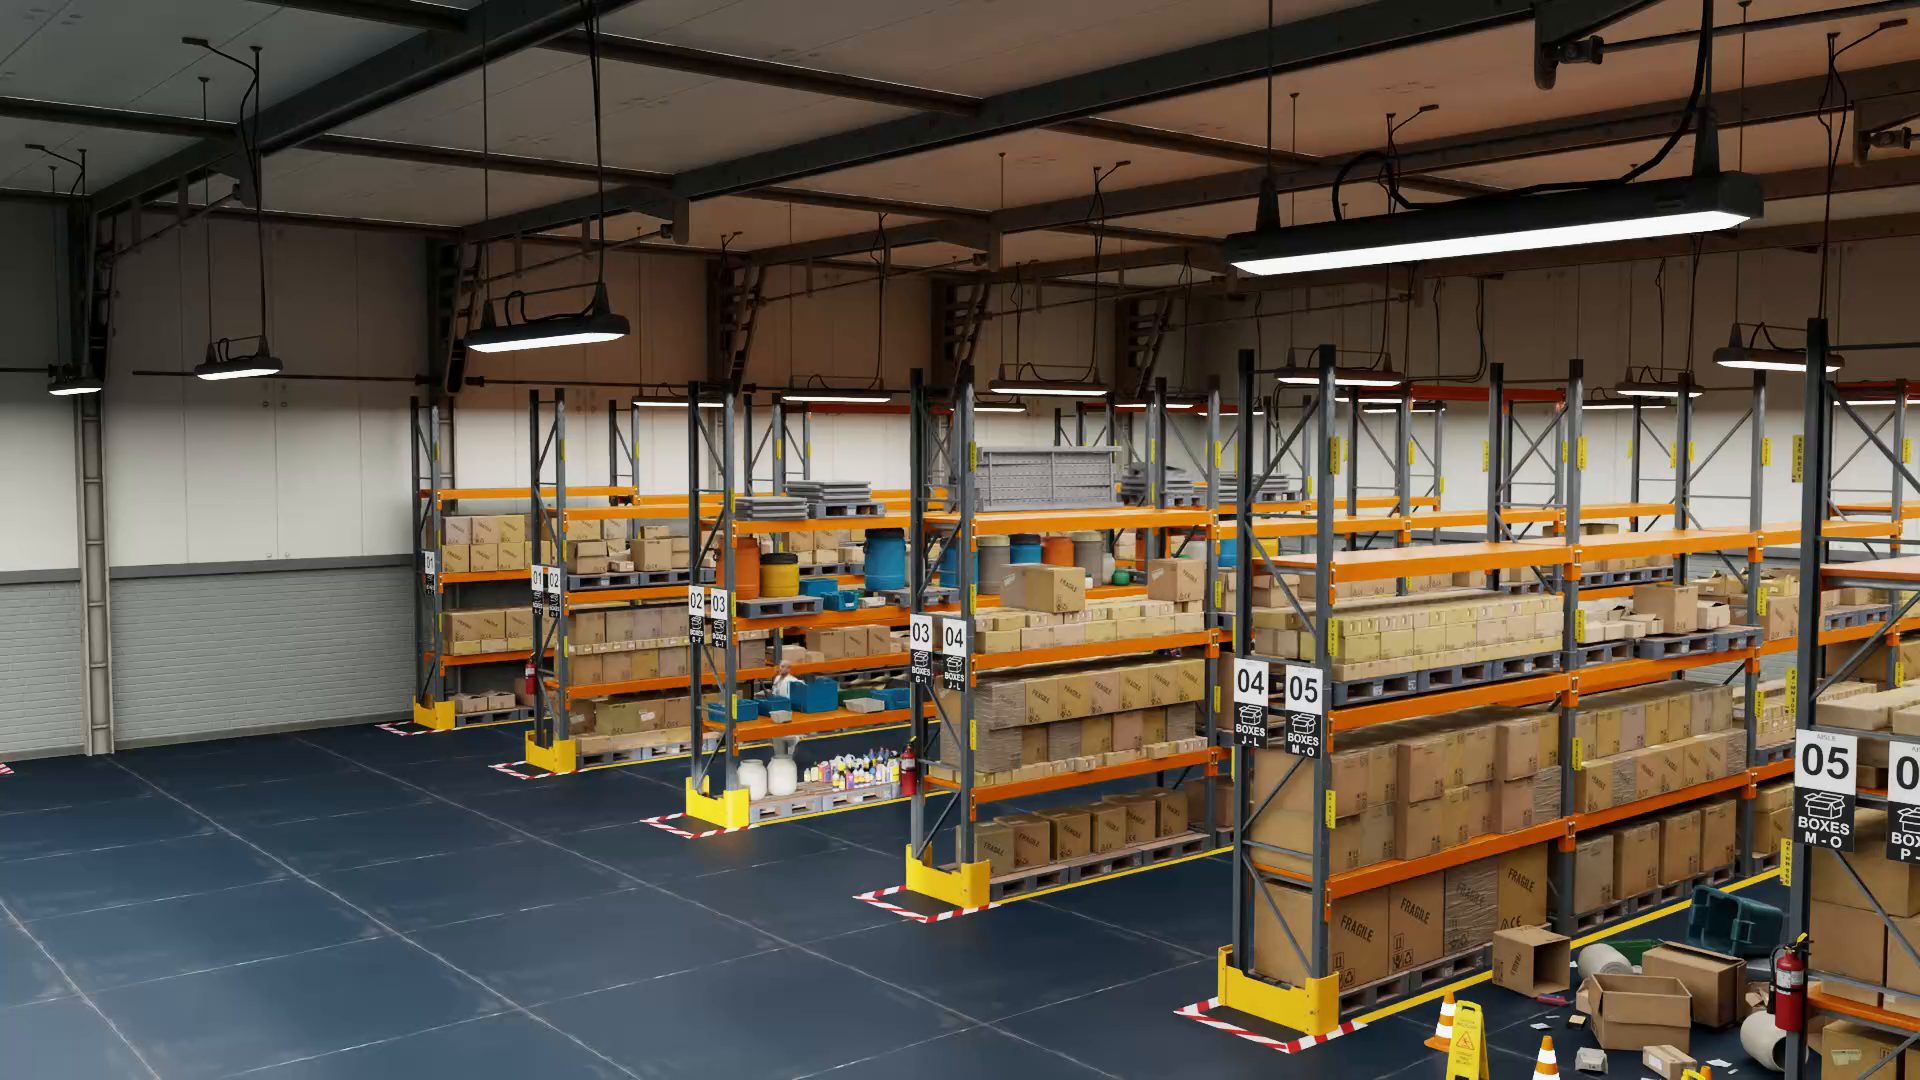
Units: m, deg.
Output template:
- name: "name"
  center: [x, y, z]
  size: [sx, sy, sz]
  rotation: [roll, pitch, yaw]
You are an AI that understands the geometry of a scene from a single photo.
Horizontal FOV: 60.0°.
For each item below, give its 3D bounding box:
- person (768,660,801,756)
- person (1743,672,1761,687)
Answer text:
- name: "person"
  center: [-2.751, 2.759, 26.302]
  size: [0.724, 1.735, 0.689]
  rotation: [3, 5, 43]
- name: "person"
  center: [12.381, 2.827, 25.987]
  size: [0.572, 1.630, 0.566]
  rotation: [-3, 4, -39]
